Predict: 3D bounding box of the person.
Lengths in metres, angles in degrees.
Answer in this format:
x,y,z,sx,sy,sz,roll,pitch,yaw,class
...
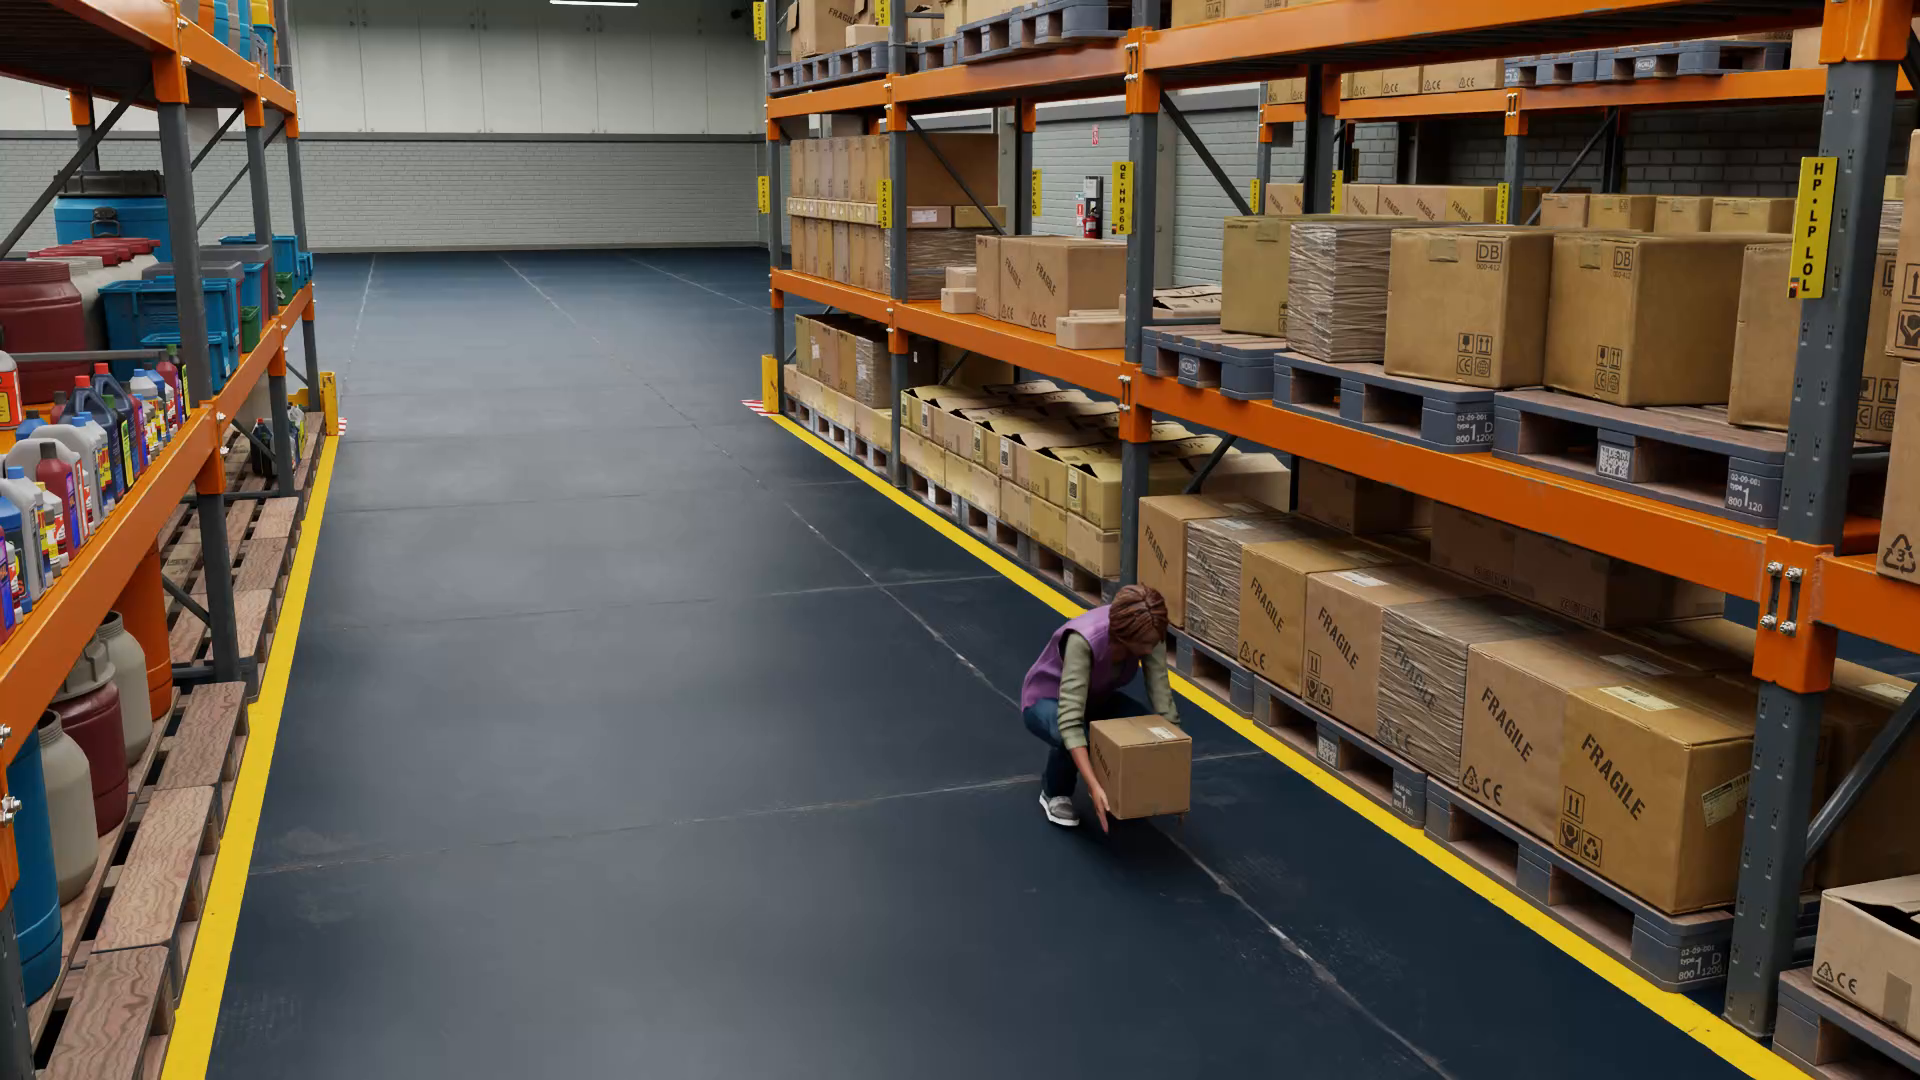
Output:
x,y,z,sx,sy,sz,roll,pitch,yaw,class
0.478,0.556,5.669,0.447,0.886,0.810,-4,13,-19,person
